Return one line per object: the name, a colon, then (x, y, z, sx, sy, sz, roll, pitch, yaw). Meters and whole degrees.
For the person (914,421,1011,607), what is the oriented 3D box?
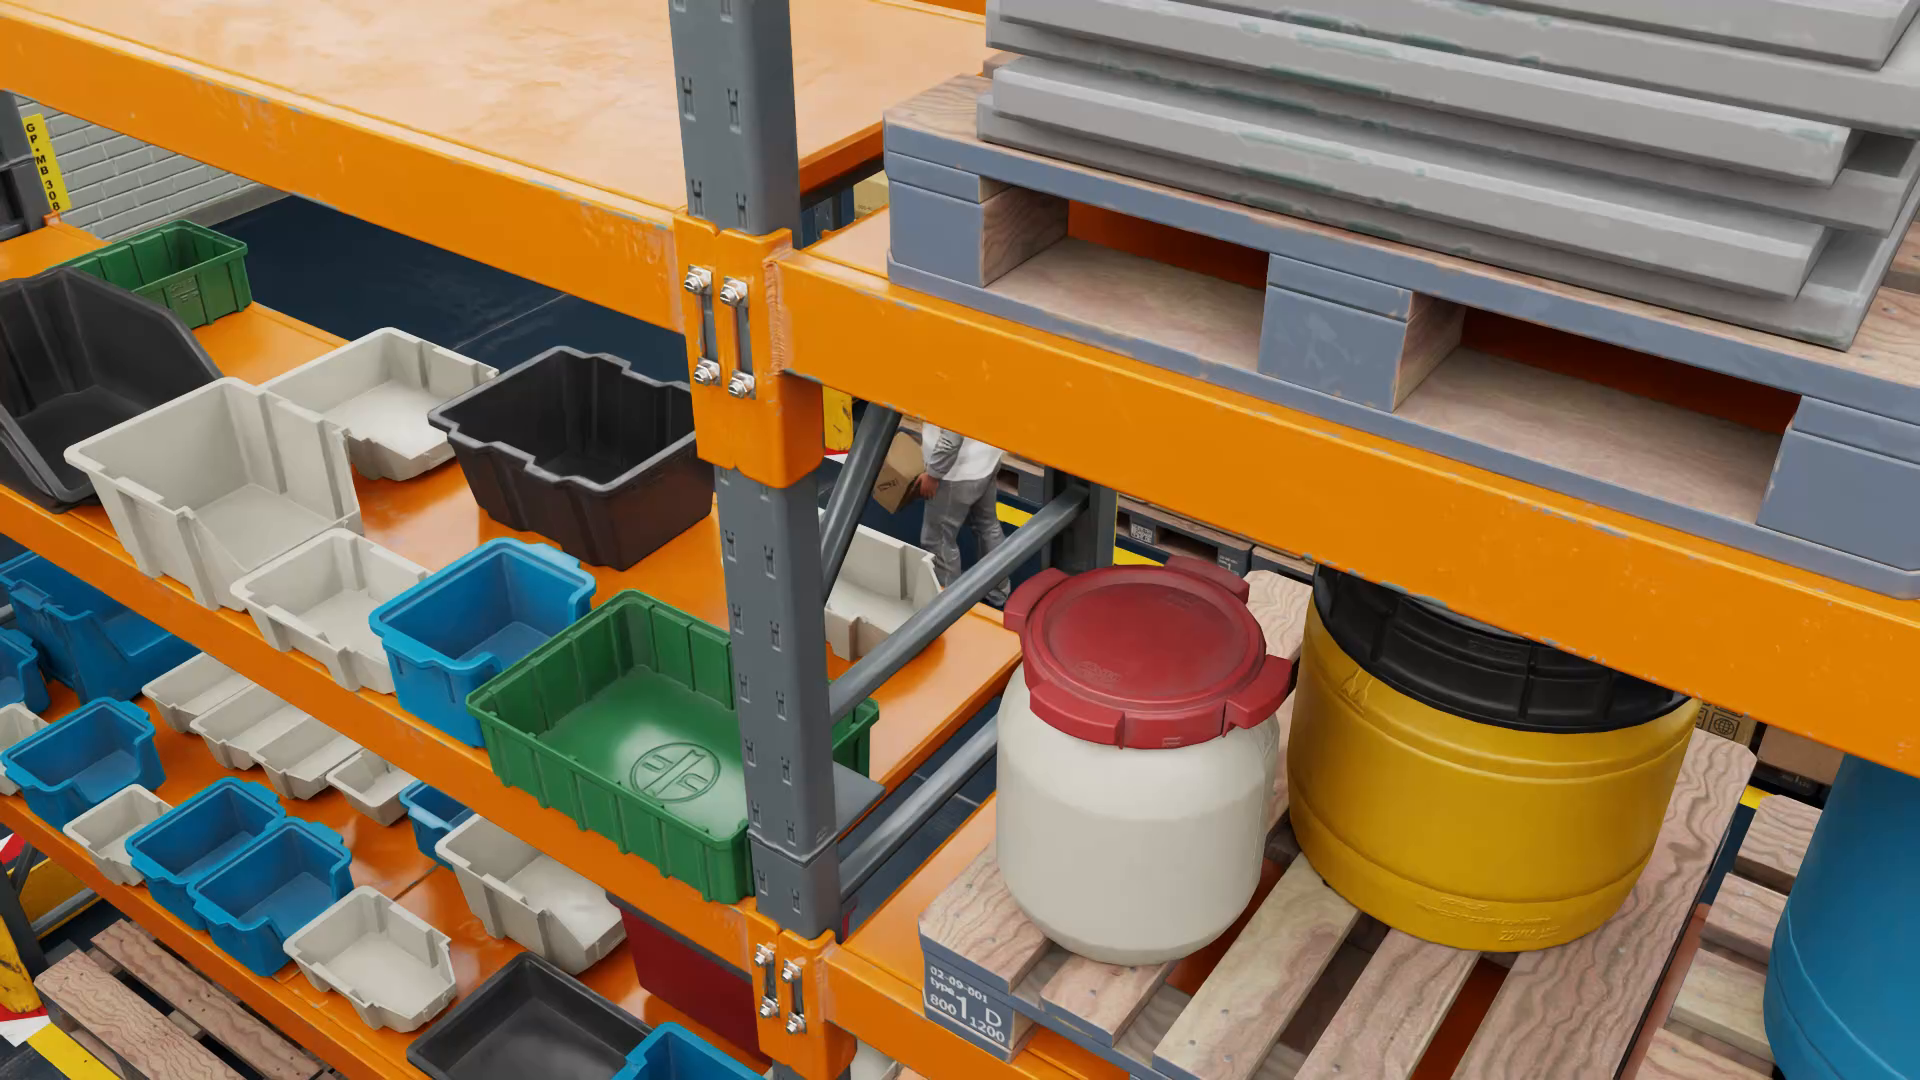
person: (-0.022, -0.379, 7.846, 0.513, 1.774, 0.550, 11, 36, 15)
